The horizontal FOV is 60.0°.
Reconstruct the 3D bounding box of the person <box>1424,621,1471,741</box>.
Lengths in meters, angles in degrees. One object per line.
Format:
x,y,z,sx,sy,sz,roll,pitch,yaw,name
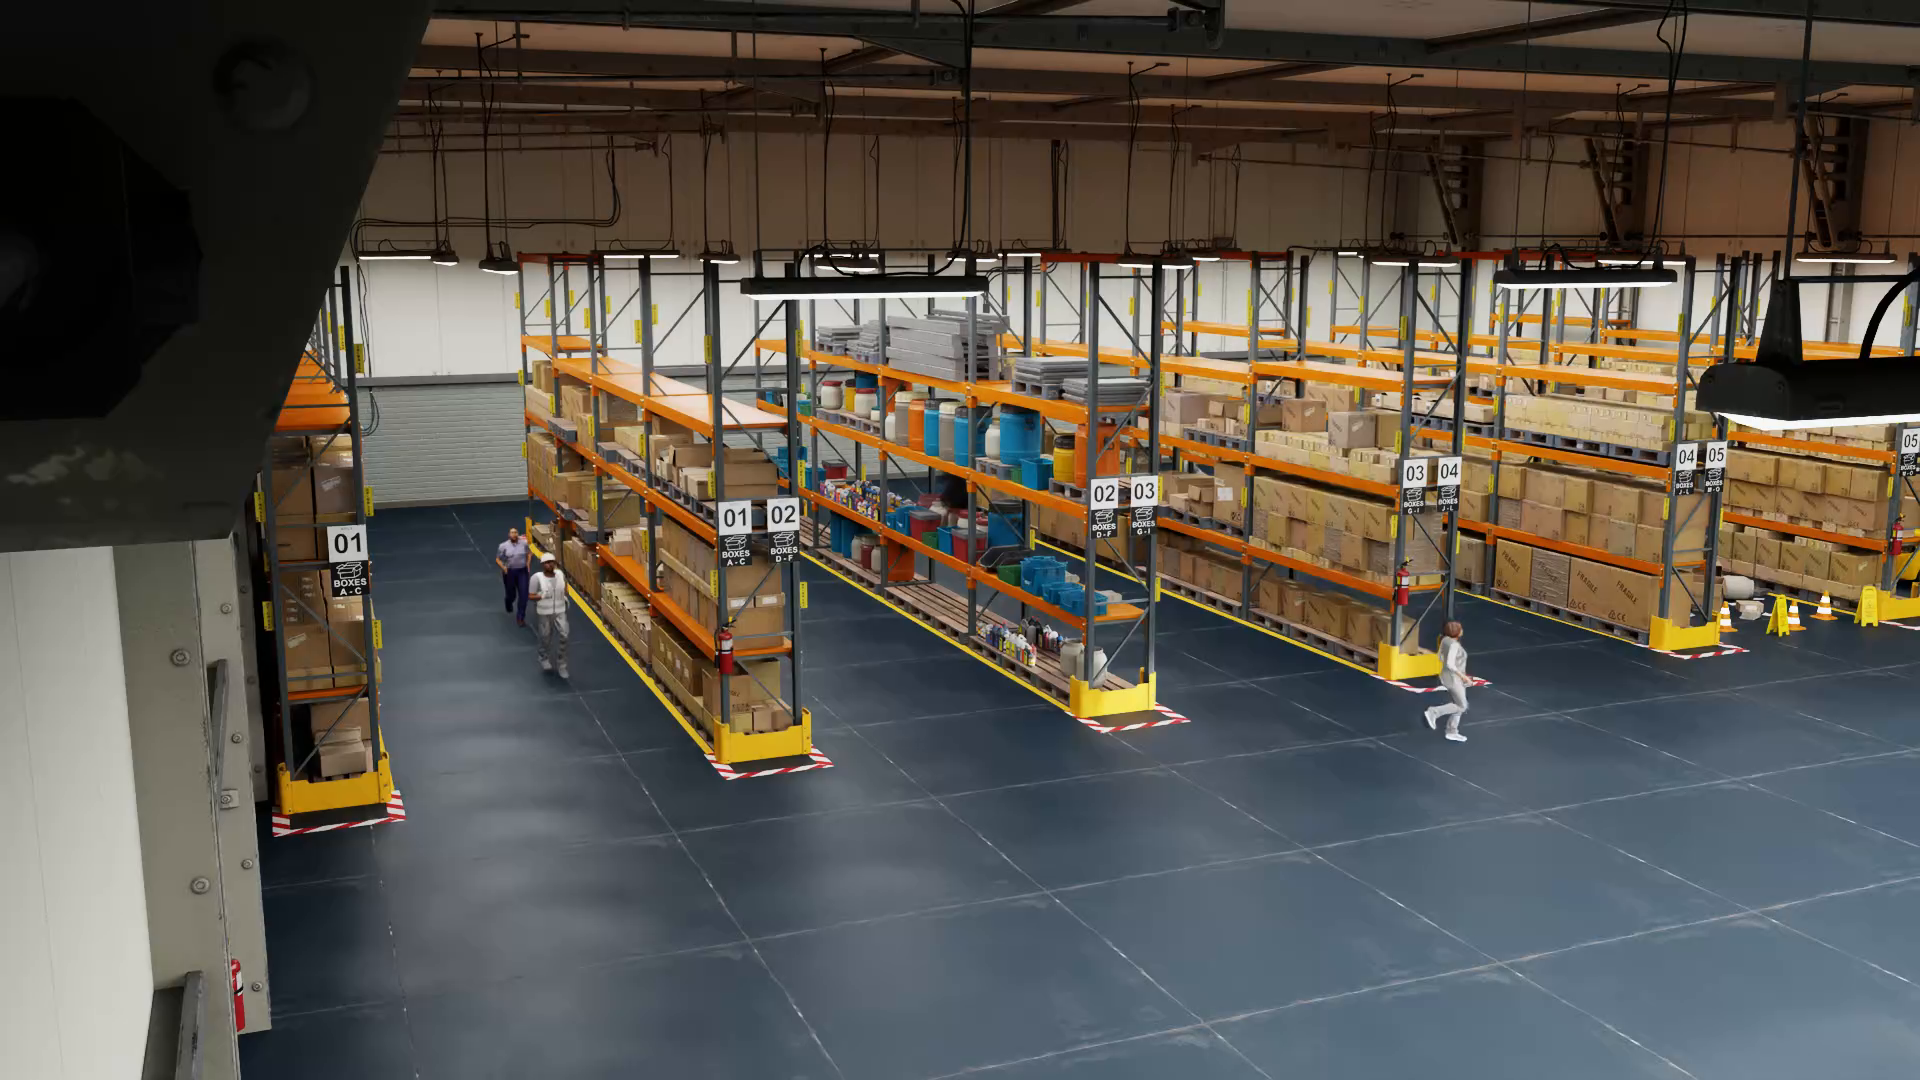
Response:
6.161,1.784,21.031,0.577,1.563,0.536,0,10,1,person

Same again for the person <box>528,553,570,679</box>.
-5.916,1.093,24.101,0.654,1.835,0.735,-6,12,-30,person

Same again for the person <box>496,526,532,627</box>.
-7.343,0.579,27.470,0.607,1.636,0.769,-5,11,-24,person

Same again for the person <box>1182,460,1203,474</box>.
5.851,-2.152,41.909,0.878,1.863,0.634,-4,11,-21,person
